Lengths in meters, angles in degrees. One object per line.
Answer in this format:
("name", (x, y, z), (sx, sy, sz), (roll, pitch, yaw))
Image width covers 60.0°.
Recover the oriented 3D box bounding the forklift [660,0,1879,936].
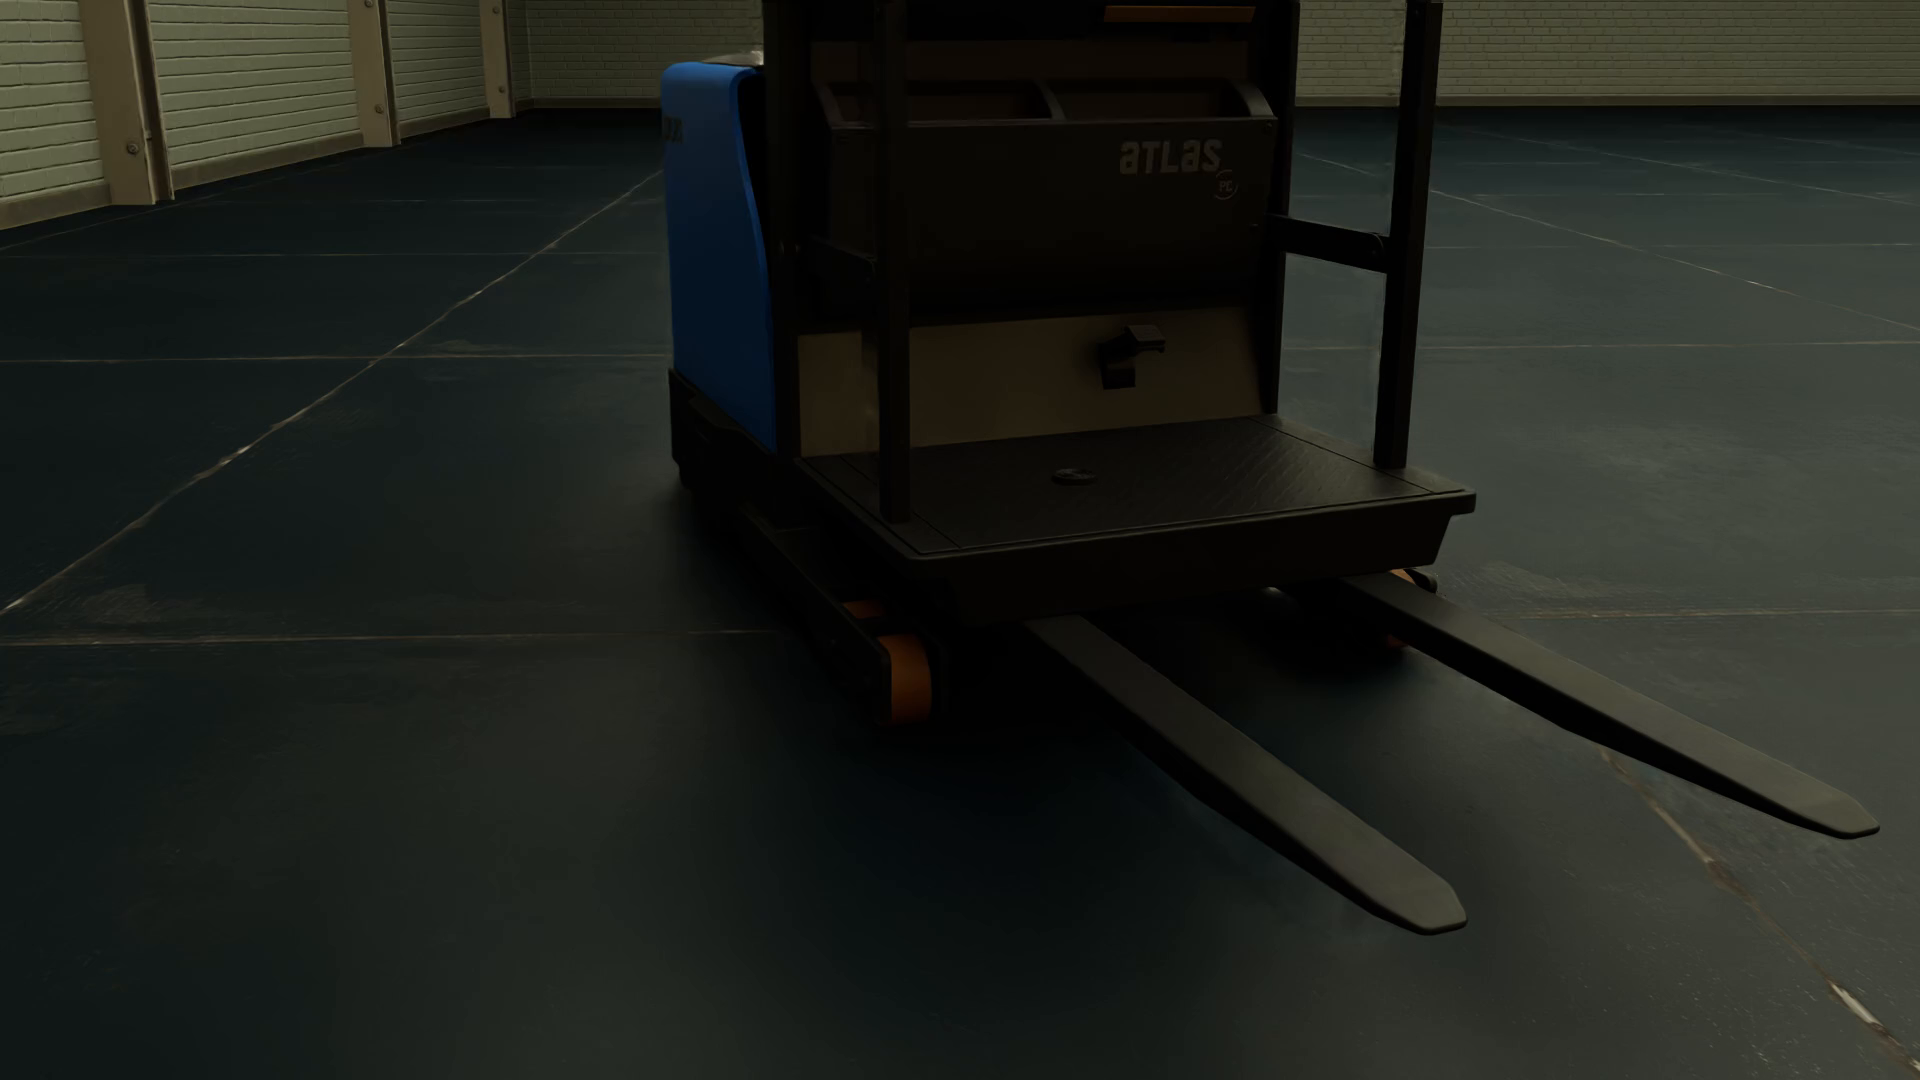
("forklift", (0.253, -1.216, 2.882), (1.130, 2.935, 3.031), (-7, 18, -21))
